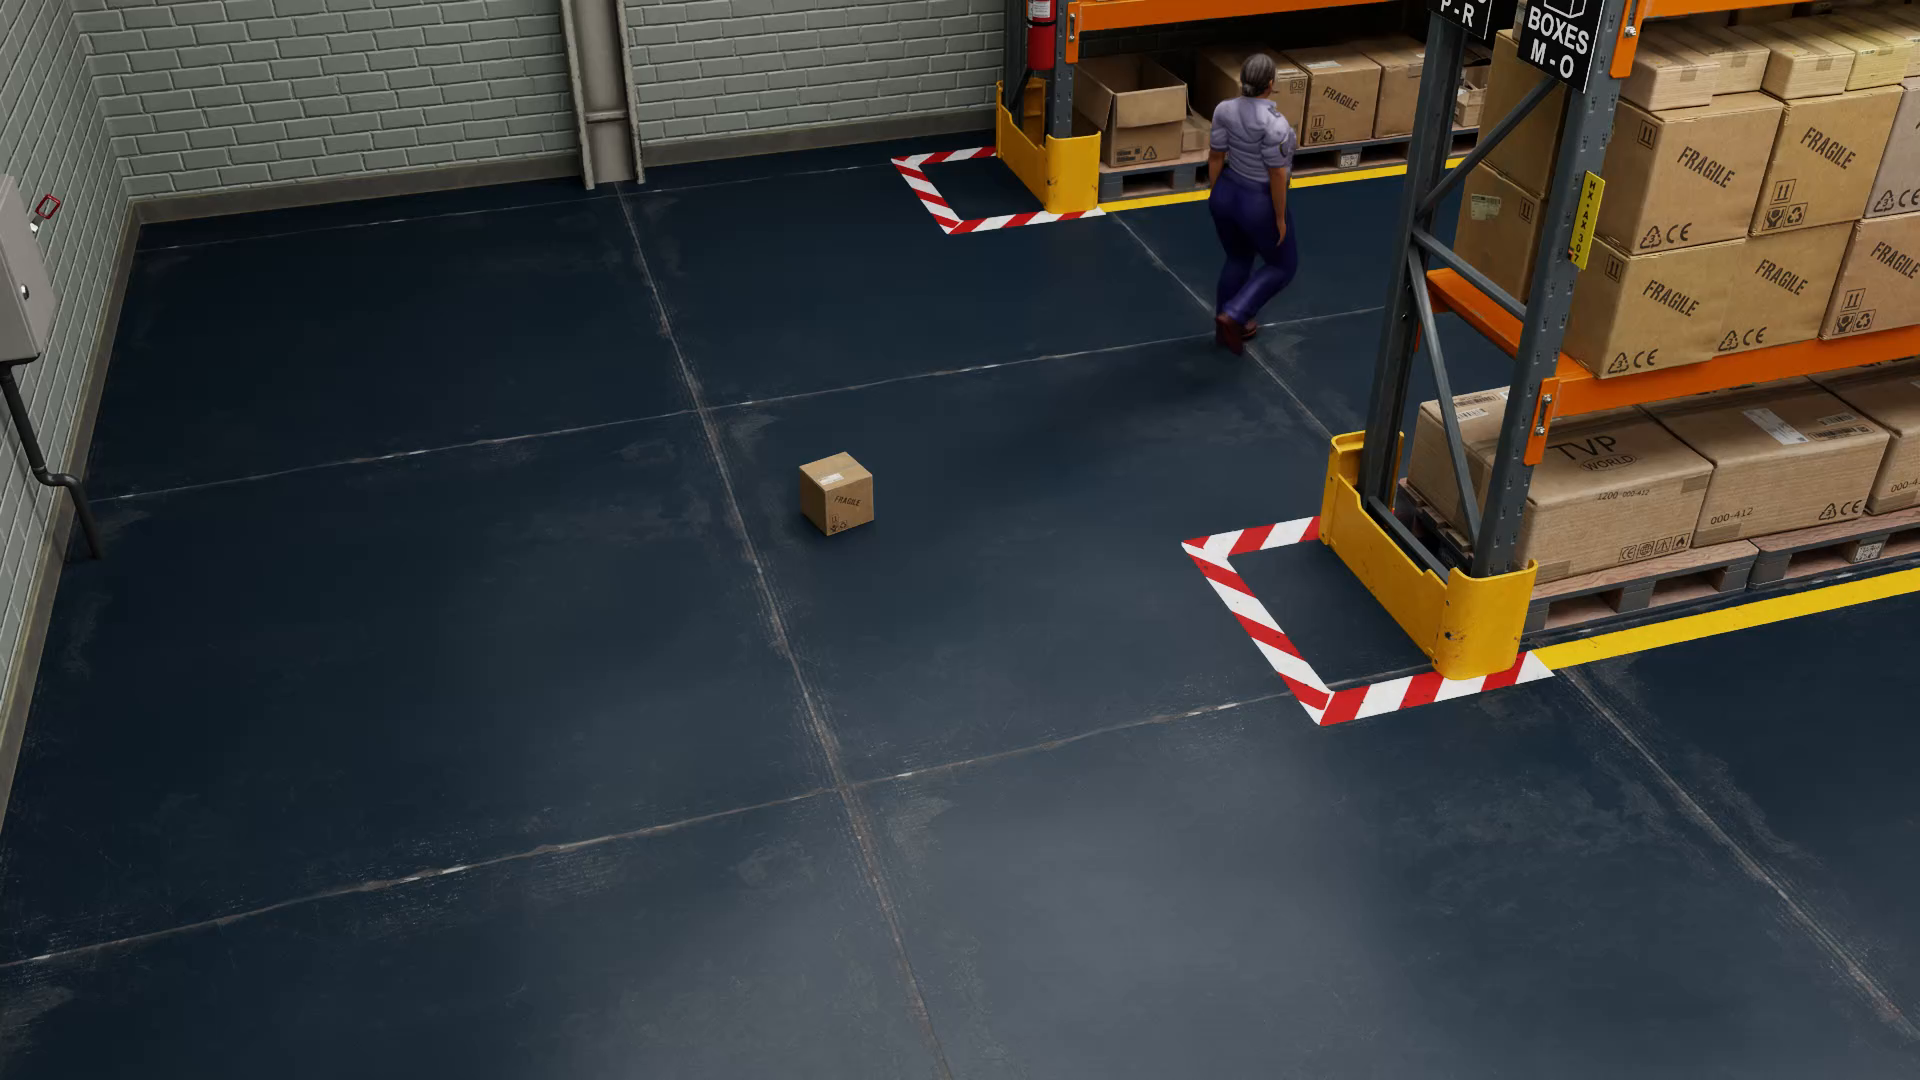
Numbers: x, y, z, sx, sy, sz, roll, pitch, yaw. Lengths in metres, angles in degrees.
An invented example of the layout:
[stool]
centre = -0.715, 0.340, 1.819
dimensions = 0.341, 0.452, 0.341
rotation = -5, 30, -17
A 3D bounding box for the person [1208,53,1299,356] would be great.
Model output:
[person]
centre = 1.498, -1.732, 8.690
dimensions = 0.529, 1.620, 0.485
rotation = -26, 42, -33
